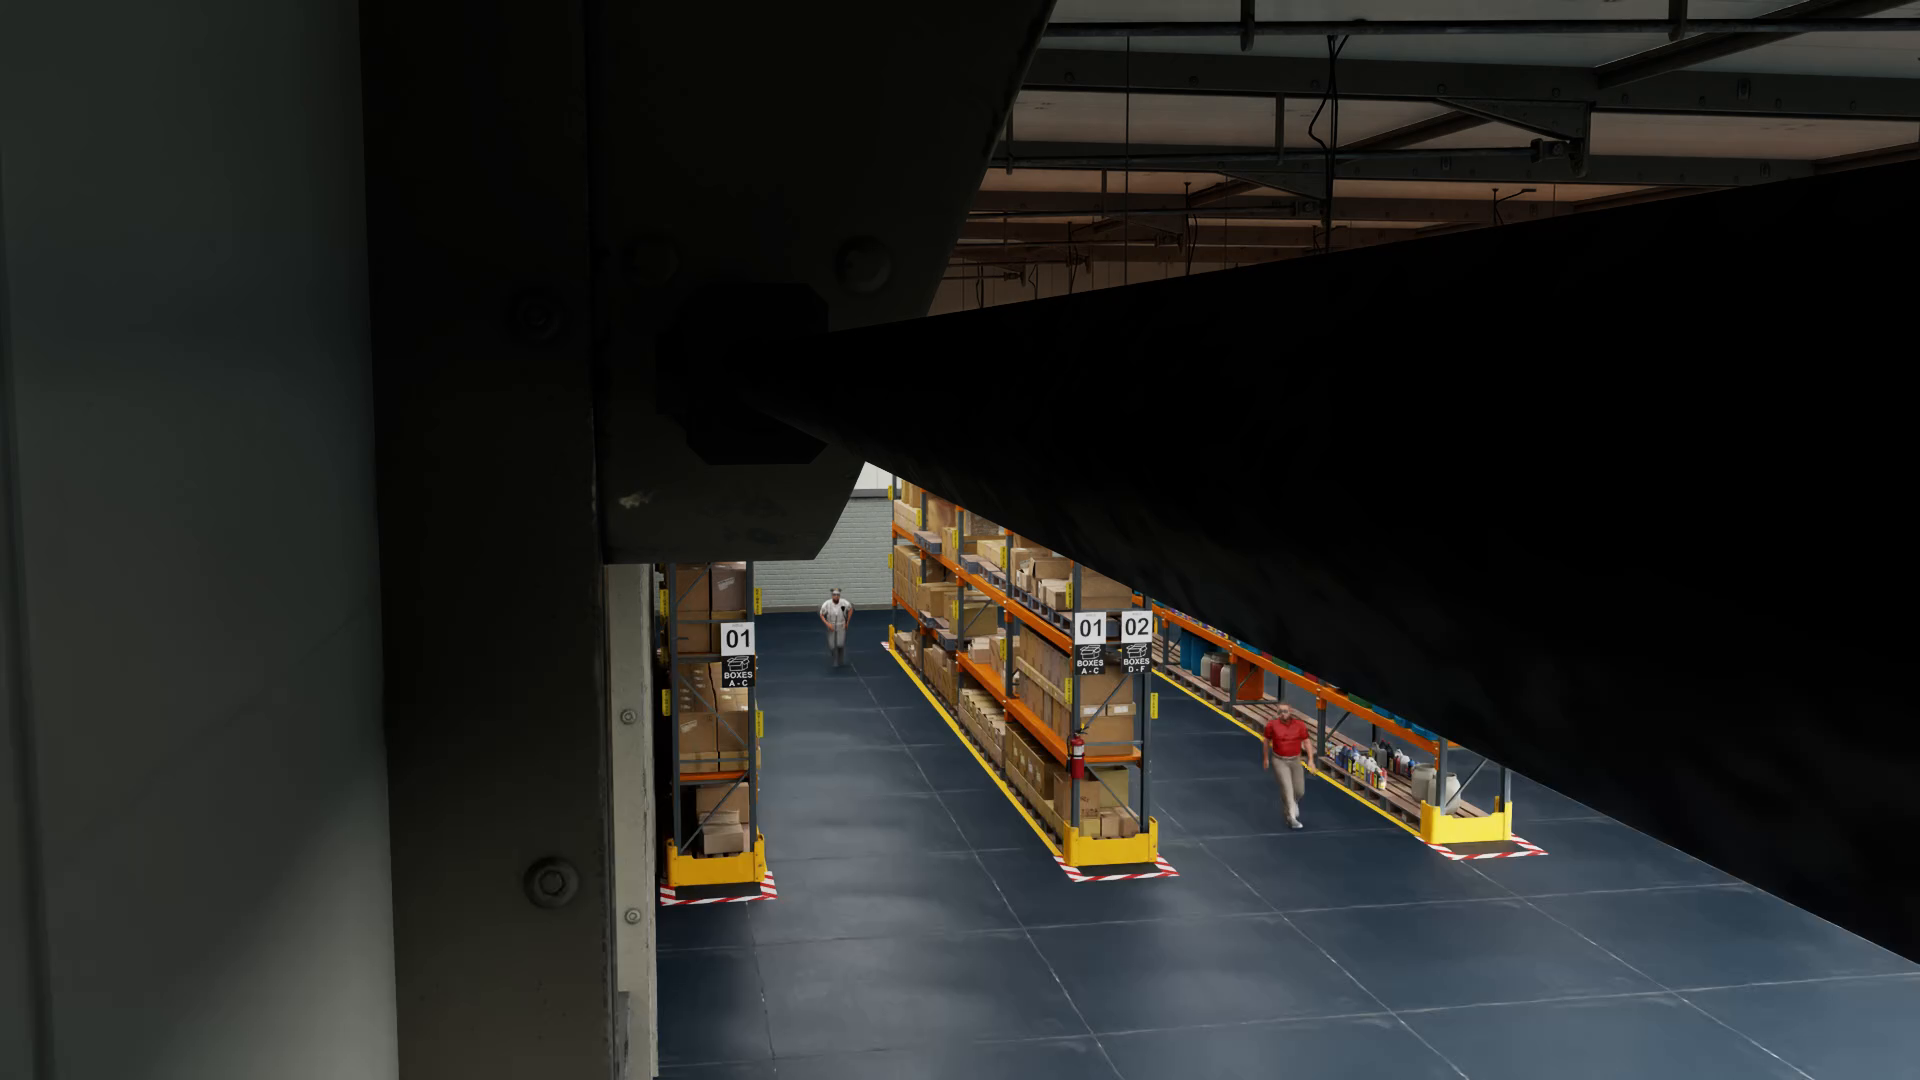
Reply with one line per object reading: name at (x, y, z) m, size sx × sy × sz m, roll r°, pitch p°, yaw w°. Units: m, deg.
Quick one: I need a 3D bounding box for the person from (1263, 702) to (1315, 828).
person at (4.479, 3.032, 22.697) m, size 0.614 × 1.684 × 0.769 m, roll -1°, pitch 6°, yaw -6°

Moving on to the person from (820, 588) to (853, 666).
person at (-2.546, 1.793, 34.256) m, size 0.663 × 1.693 × 0.740 m, roll 0°, pitch 6°, yaw 1°
